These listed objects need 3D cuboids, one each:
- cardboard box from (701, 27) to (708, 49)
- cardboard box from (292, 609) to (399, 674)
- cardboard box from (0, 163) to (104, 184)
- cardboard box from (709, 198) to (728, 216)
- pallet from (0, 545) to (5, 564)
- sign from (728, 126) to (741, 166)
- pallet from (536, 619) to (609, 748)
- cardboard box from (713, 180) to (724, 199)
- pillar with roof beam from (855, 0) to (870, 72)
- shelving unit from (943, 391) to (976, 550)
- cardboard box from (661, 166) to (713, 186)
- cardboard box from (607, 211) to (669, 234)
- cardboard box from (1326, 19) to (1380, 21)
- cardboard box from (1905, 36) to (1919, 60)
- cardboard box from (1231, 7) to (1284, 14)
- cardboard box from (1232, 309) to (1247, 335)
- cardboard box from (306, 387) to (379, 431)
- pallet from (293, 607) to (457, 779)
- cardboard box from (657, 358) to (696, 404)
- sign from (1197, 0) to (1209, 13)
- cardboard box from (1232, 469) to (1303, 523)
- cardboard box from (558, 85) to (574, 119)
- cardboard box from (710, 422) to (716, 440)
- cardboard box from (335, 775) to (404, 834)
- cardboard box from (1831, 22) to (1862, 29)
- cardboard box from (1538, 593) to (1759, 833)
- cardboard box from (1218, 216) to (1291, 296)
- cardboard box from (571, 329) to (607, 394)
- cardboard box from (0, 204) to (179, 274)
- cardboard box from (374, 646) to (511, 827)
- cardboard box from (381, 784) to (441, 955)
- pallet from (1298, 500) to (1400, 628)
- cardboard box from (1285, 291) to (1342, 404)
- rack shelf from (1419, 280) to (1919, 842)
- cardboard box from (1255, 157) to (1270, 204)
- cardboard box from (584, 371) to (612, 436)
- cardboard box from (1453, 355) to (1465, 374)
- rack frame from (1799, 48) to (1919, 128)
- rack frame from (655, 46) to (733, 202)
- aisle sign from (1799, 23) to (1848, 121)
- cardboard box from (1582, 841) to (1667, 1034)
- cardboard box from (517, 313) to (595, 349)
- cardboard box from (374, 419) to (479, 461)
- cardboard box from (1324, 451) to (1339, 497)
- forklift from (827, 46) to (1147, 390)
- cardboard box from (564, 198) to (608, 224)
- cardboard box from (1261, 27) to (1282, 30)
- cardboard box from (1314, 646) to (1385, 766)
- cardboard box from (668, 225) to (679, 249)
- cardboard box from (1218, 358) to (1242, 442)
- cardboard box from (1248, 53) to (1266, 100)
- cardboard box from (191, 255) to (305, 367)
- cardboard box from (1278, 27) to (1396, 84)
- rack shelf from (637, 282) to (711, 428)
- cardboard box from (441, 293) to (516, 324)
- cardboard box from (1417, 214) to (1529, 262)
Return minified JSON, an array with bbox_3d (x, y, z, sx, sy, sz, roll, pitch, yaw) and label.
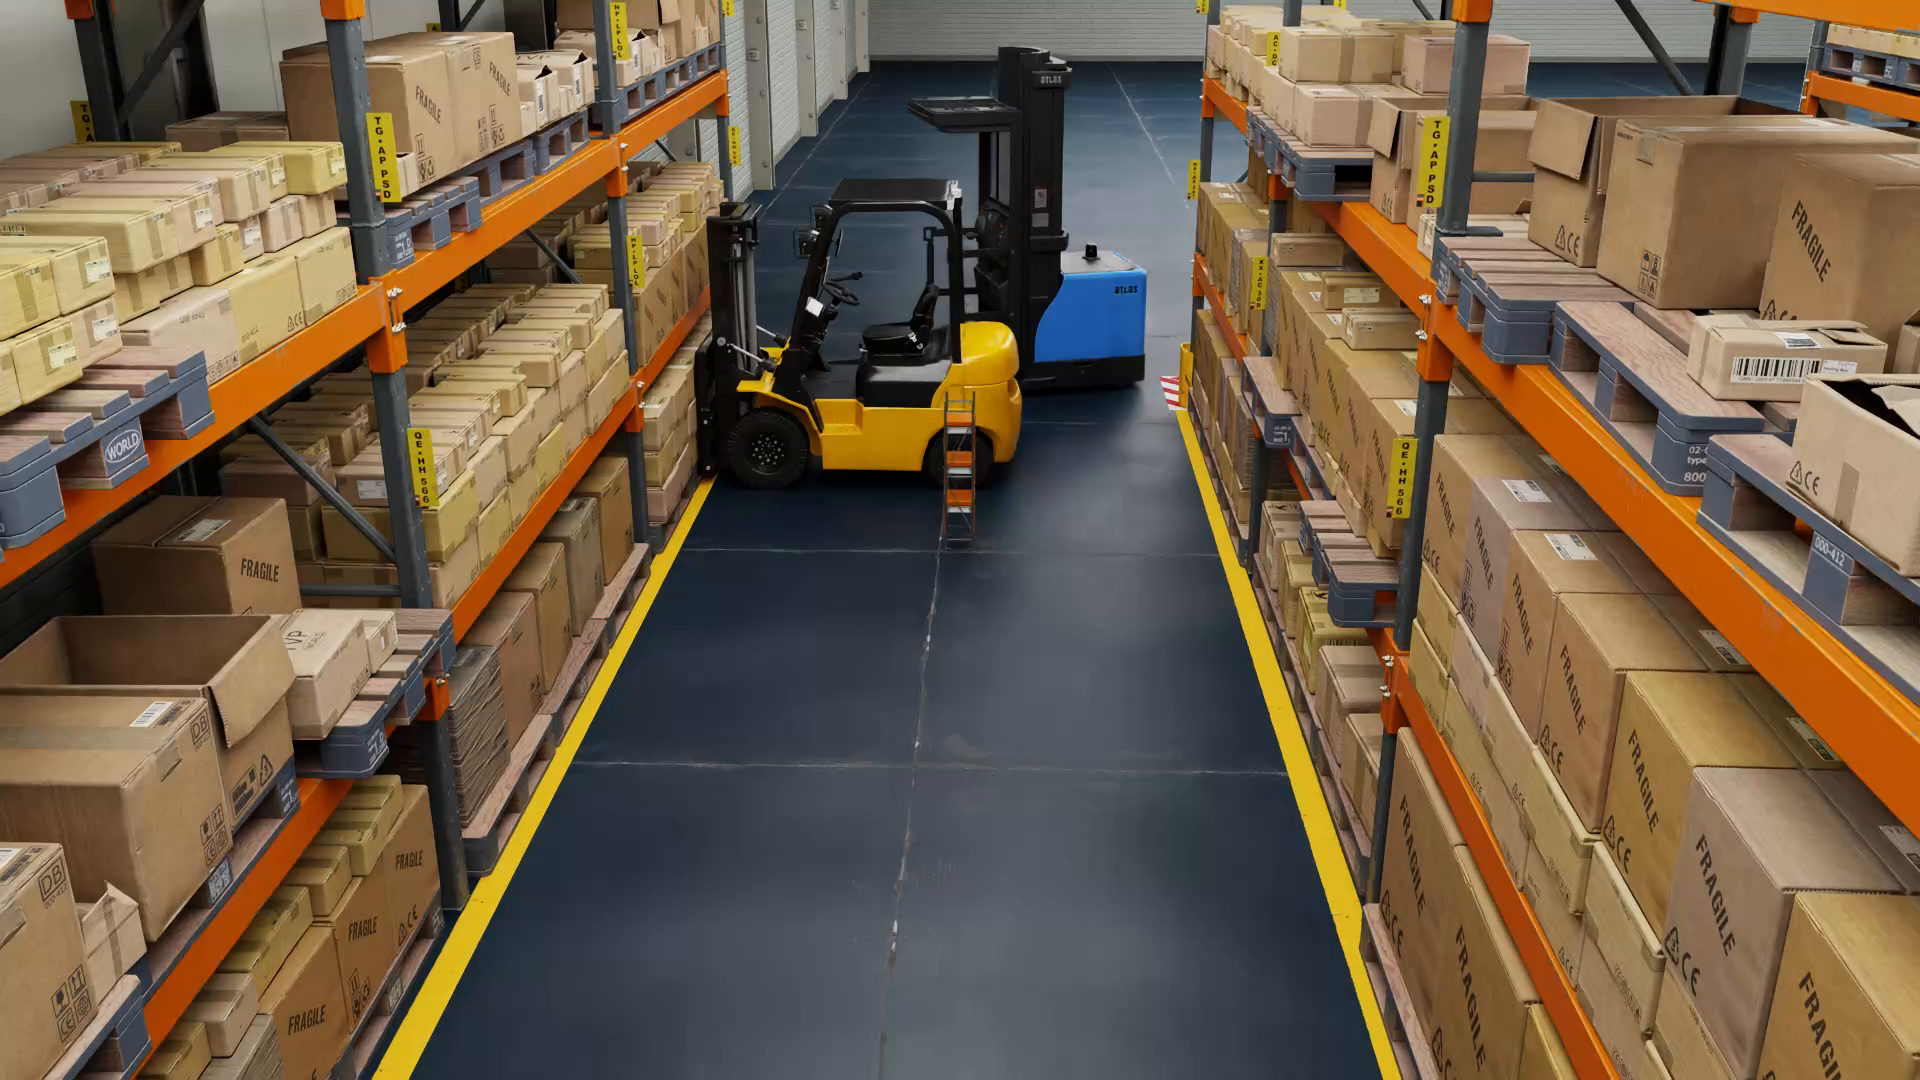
[{"bbox_3d":[-2.165,-3.901,12.917,0.380,0.149,0.250,0,21,0],"label":"cardboard box"},{"bbox_3d":[-2.324,0.376,6.181,0.380,0.149,0.250,1,21,3],"label":"cardboard box"},{"bbox_3d":[-3.018,-1.130,5.393,0.380,0.149,0.250,1,21,1],"label":"cardboard box"},{"bbox_3d":[-2.196,-2.546,13.805,0.500,0.500,0.500,0,21,0],"label":"cardboard box"},{"bbox_3d":[-2.719,0.113,3.204,1.213,0.211,1.003,1,21,2],"label":"pallet"},{"bbox_3d":[-1.902,-3.319,14.009,0.100,0.325,0.005,1,21,2],"label":"sign"},{"bbox_3d":[-2.583,0.775,9.239,1.003,0.211,1.213,1,21,2],"label":"pallet"},{"bbox_3d":[-2.174,-2.901,13.823,0.380,0.149,0.250,1,21,2],"label":"cardboard box"},{"bbox_3d":[1.850,-16.035,40.414,9.100,9.000,0.400,1,21,2],"label":"pillar with roof beam"},{"bbox_3d":[-0.002,-0.470,11.289,0.215,1.050,0.252,1,21,2],"label":"shelving unit"},{"bbox_3d":[-2.220,-2.946,13.529,0.380,0.149,0.250,1,21,2],"label":"cardboard box"},{"bbox_3d":[-2.251,-2.207,11.625,0.380,0.149,0.250,0,21,1],"label":"cardboard box"},{"bbox_3d":[2.790,-3.599,11.757,0.380,0.149,0.250,1,21,3],"label":"cardboard box"},{"bbox_3d":[7.099,-3.556,12.028,0.380,0.149,0.250,0,21,1],"label":"cardboard box"},{"bbox_3d":[2.311,-4.062,12.950,0.380,0.149,0.250,1,21,1],"label":"cardboard box"},{"bbox_3d":[2.129,-1.550,11.725,0.380,0.149,0.250,0,21,1],"label":"cardboard box"},{"bbox_3d":[-2.891,-0.628,7.966,0.380,0.149,0.250,1,21,1],"label":"cardboard box"},{"bbox_3d":[-2.638,0.548,6.235,1.213,0.211,1.003,1,21,2],"label":"pallet"},{"bbox_3d":[-2.208,-1.150,12.184,0.500,0.250,0.500,1,21,3],"label":"cardboard box"},{"bbox_3d":[1.975,-4.439,13.466,0.100,0.325,0.005,1,21,2],"label":"sign"},{"bbox_3d":[2.145,-0.311,11.404,0.500,0.250,0.500,2,21,4],"label":"cardboard box"},{"bbox_3d":[-2.295,-2.356,8.937,0.380,0.149,0.250,1,21,1],"label":"cardboard box"},{"bbox_3d":[-2.184,-0.872,12.850,0.500,0.250,0.500,1,21,3],"label":"cardboard box"},{"bbox_3d":[-2.449,1.061,6.626,0.380,0.149,0.250,0,21,-1],"label":"cardboard box"},{"bbox_3d":[7.197,-4.147,13.000,0.500,0.250,0.500,1,21,2],"label":"cardboard box"},{"bbox_3d":[1.960,0.477,4.631,0.500,0.500,0.500,1,21,2],"label":"cardboard box"},{"bbox_3d":[2.192,-2.088,12.215,0.500,0.500,0.500,0,21,1],"label":"cardboard box"},{"bbox_3d":[-2.333,-1.030,9.554,0.500,0.250,0.500,0,21,0],"label":"cardboard box"},{"bbox_3d":[-2.441,-0.844,4.655,0.380,0.149,0.250,1,21,2],"label":"cardboard box"},{"bbox_3d":[-2.654,0.899,7.769,0.875,0.625,0.625,1,21,3],"label":"cardboard box"},{"bbox_3d":[-2.485,1.337,6.810,0.500,0.500,0.500,1,21,3],"label":"cardboard box"},{"bbox_3d":[2.190,0.096,7.399,1.213,0.211,1.003,1,21,2],"label":"pallet"},{"bbox_3d":[2.052,-1.035,8.921,0.500,0.500,0.500,1,21,1],"label":"cardboard box"},{"bbox_3d":[2.214,-0.074,4.421,1.077,0.370,4.000,1,21,2],"label":"rack shelf"},{"bbox_3d":[2.698,-2.908,12.946,0.700,0.500,0.500,1,21,2],"label":"cardboard box"},{"bbox_3d":[-2.329,-0.797,9.643,0.500,0.250,0.500,1,21,1],"label":"cardboard box"},{"bbox_3d":[2.538,-0.656,7.943,0.500,0.500,0.500,1,21,3],"label":"cardboard box"},{"bbox_3d":[7.469,-2.609,14.106,1.000,3.000,0.127,1,21,2],"label":"rack frame"},{"bbox_3d":[-2.444,-2.680,14.289,1.000,3.000,0.127,1,21,2],"label":"rack frame"},{"bbox_3d":[7.171,-3.850,13.710,0.394,0.787,0.004,1,21,2],"label":"aisle sign"},{"bbox_3d":[1.941,1.019,4.273,0.500,0.250,0.500,1,21,3],"label":"cardboard box"},{"bbox_3d":[-2.279,-1.179,9.385,0.380,0.149,0.250,0,21,0],"label":"cardboard box"},{"bbox_3d":[-2.394,-0.438,7.477,0.380,0.149,0.250,1,21,3],"label":"cardboard box"},{"bbox_3d":[1.958,-0.314,7.958,0.380,0.149,0.250,1,21,3],"label":"cardboard box"},{"bbox_3d":[0.101,-2.795,14.680,3.031,2.935,1.130,-5,22,-13],"label":"forklift"},{"bbox_3d":[-2.748,-2.394,12.106,0.380,0.149,0.250,1,21,3],"label":"cardboard box"},{"bbox_3d":[2.204,-3.327,11.056,0.380,0.149,0.250,0,21,1],"label":"cardboard box"},{"bbox_3d":[2.316,0.824,8.311,0.950,0.372,0.625,0,21,1],"label":"cardboard box"},{"bbox_3d":[-2.225,-2.158,11.908,0.380,0.149,0.250,0,21,0],"label":"cardboard box"},{"bbox_3d":[2.174,-1.029,12.219,0.500,0.500,0.500,2,21,4],"label":"cardboard box"},{"bbox_3d":[2.155,-2.993,10.745,0.500,0.250,0.500,0,21,1],"label":"cardboard box"},{"bbox_3d":[-2.475,-0.746,5.365,0.500,0.250,0.500,1,21,2],"label":"cardboard box"},{"bbox_3d":[1.973,-2.551,8.745,0.500,0.250,0.500,0,21,0],"label":"cardboard box"},{"bbox_3d":[-2.505,-1.621,12.556,1.077,0.370,4.000,1,21,2],"label":"rack shelf"},{"bbox_3d":[-2.851,-1.362,9.856,0.380,0.149,0.250,0,21,0],"label":"cardboard box"},{"bbox_3d":[2.074,-1.222,6.731,0.380,0.149,0.250,1,21,2],"label":"cardboard box"}]
